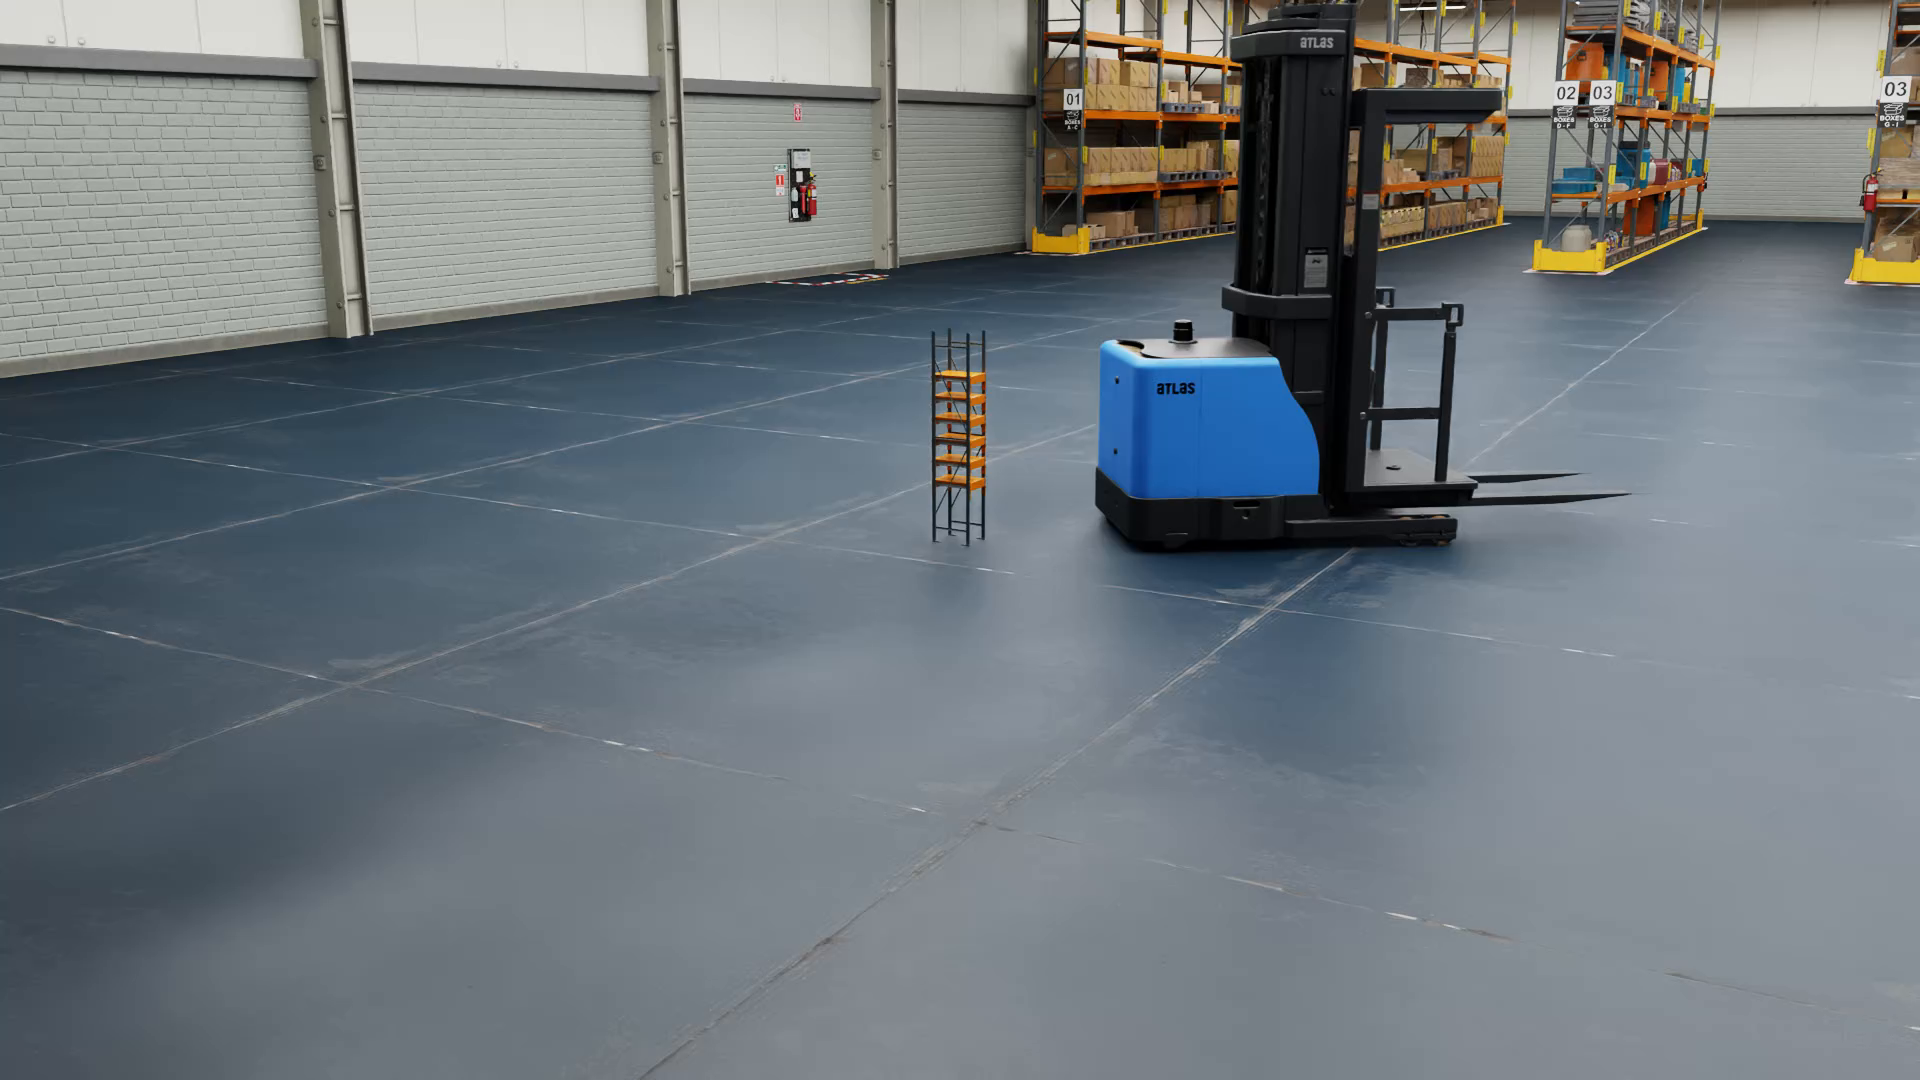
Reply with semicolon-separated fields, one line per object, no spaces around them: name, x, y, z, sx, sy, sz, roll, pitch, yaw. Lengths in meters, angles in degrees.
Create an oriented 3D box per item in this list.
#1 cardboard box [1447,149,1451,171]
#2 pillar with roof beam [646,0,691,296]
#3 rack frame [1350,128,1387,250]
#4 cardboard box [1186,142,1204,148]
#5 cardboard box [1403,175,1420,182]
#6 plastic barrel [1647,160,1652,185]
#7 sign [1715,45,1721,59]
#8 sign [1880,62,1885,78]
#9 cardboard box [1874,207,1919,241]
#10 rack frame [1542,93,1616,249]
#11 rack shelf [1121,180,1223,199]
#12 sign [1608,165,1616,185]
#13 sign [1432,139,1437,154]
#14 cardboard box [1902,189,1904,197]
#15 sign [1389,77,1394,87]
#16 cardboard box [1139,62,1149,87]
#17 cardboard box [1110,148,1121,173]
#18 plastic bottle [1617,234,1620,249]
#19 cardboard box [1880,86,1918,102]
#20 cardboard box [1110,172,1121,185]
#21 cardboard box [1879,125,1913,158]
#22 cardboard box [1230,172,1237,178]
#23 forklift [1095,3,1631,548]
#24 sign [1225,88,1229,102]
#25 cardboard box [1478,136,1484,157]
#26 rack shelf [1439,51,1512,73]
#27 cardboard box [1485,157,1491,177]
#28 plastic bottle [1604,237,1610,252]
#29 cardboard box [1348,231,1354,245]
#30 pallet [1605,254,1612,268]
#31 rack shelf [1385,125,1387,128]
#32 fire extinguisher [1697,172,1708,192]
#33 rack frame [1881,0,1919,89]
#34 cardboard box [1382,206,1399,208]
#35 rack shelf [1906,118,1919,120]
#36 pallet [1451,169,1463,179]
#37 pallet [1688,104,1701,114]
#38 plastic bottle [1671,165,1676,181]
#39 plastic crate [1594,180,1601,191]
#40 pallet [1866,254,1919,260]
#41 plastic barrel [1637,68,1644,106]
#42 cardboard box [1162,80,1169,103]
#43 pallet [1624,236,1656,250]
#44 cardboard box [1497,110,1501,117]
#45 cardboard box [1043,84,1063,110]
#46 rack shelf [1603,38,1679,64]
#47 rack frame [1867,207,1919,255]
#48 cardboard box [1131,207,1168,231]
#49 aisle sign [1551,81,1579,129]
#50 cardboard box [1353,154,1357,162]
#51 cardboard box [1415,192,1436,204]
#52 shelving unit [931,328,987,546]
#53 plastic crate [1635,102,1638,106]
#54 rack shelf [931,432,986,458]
cardboard box;11.344;-9.082;39.697;0.700;0.500;0.500;3;14;14
pillar with roof beam;-0.446;-7.506;21.467;9.100;9.000;0.400;7;15;28
rack frame;8.277;-7.558;34.483;1.000;3.000;0.127;7;15;28
cardboard box;5.590;-9.375;39.484;0.380;0.149;0.250;5;14;19
cardboard box;10.018;-8.040;37.021;0.380;0.149;0.250;7;15;28
plastic barrel;13.830;-7.473;33.839;0.433;0.535;0.433;0;14;0
sign;18.902;-12.158;41.454;0.100;0.325;0.005;7;15;28
sign;16.460;-8.398;29.623;0.100;0.325;0.005;7;15;28
cardboard box;19.233;-6.566;34.005;1.225;0.875;0.875;7;15;25
rack frame;10.678;-6.175;28.747;1.000;3.000;0.127;7;15;28
rack shelf;4.906;-8.179;38.594;1.077;0.370;4.000;7;15;28
sign;11.157;-6.246;28.453;0.100;0.325;0.005;7;15;28
sign;10.698;-8.879;37.493;0.100;0.325;0.005;7;15;28
cardboard box;15.459;-5.778;27.637;0.380;0.149;0.250;7;15;28
sign;8.764;-9.243;33.802;0.100;0.325;0.005;7;15;28
cardboard box;3.677;-9.873;35.297;0.500;0.500;0.500;8;16;31
cardboard box;3.002;-7.868;34.448;0.500;0.500;0.500;7;15;26
plastic bottle;12.417;-5.647;31.413;0.061;0.283;0.133;9;16;32
cardboard box;15.024;-7.127;26.616;0.500;0.250;0.500;8;16;29
cardboard box;3.009;-7.511;34.564;0.500;0.250;0.500;7;15;27
cardboard box;15.063;-6.434;26.840;0.500;0.500;0.500;7;15;28
cardboard box;6.567;-8.963;40.807;0.380;0.149;0.250;8;16;30
forklift;2.377;-1.511;9.547;3.031;2.935;1.130;-2;14;-7
sign;6.347;-10.587;39.543;0.100;0.325;0.005;7;15;28
cardboard box;12.868;-9.904;41.870;0.500;0.500;0.500;7;15;26
rack shelf;13.111;-12.175;42.374;1.077;0.370;4.000;7;15;28
cardboard box;13.363;-9.634;42.880;0.500;0.500;0.500;7;15;27
plastic bottle;11.827;-5.399;30.412;0.097;0.271;0.097;0;14;0
cardboard box;7.524;-5.997;32.979;0.500;0.250;0.500;7;15;28
pallet;11.071;-5.007;29.850;1.003;0.211;1.213;7;15;28
rack shelf;7.310;-8.256;32.513;1.077;0.370;4.000;7;15;28
fire extinguisher;18.883;-9.218;42.331;0.296;0.674;0.183;7;15;28
rack frame;15.014;-8.530;25.717;1.000;3.000;0.127;7;15;28
cardboard box;9.701;-7.444;37.786;0.500;0.311;0.500;8;16;30
rack shelf;21.781;-9.595;38.067;1.077;0.370;4.000;7;15;28
pallet;11.663;-8.954;40.684;1.003;0.211;1.213;7;15;28
pallet;16.185;-9.832;37.917;1.213;0.211;1.003;7;15;28
plastic bottle;16.232;-8.350;37.872;0.144;0.351;0.185;7;15;28
plastic crate;11.708;-6.646;31.154;0.450;0.188;0.662;7;15;28
pallet;16.653;-4.937;29.562;1.003;0.211;1.213;7;15;28
plastic barrel;13.642;-9.205;34.000;0.600;0.830;0.708;7;15;28
cardboard box;4.273;-9.932;36.823;0.500;0.500;0.500;10;17;36
pallet;14.137;-6.306;35.241;1.003;0.211;1.213;7;15;28
cardboard box;13.809;-11.168;43.379;0.500;0.250;0.500;7;15;28
cardboard box;1.985;-8.928;33.512;0.500;0.500;0.500;9;16;32
rack shelf;13.578;-9.778;33.282;1.077;0.370;4.000;7;15;28
rack frame;16.947;-6.435;29.824;1.000;3.000;0.127;7;15;28
cardboard box;4.280;-7.270;37.683;0.700;0.500;0.500;8;16;30
aisle sign;10.383;-7.458;28.521;0.394;0.787;0.004;7;15;28
cardboard box;7.592;-7.526;32.755;0.380;0.149;0.250;8;16;30
cardboard box;11.214;-8.286;40.296;0.500;0.250;0.500;7;15;28
shelving unit;-0.007;-0.580;9.381;0.258;1.200;0.189;7;15;28
plastic crate;12.189;-7.951;30.275;0.243;0.136;0.396;7;15;28
rack shelf;-0.007;-0.537;9.391;0.258;0.103;0.180;7;15;28
